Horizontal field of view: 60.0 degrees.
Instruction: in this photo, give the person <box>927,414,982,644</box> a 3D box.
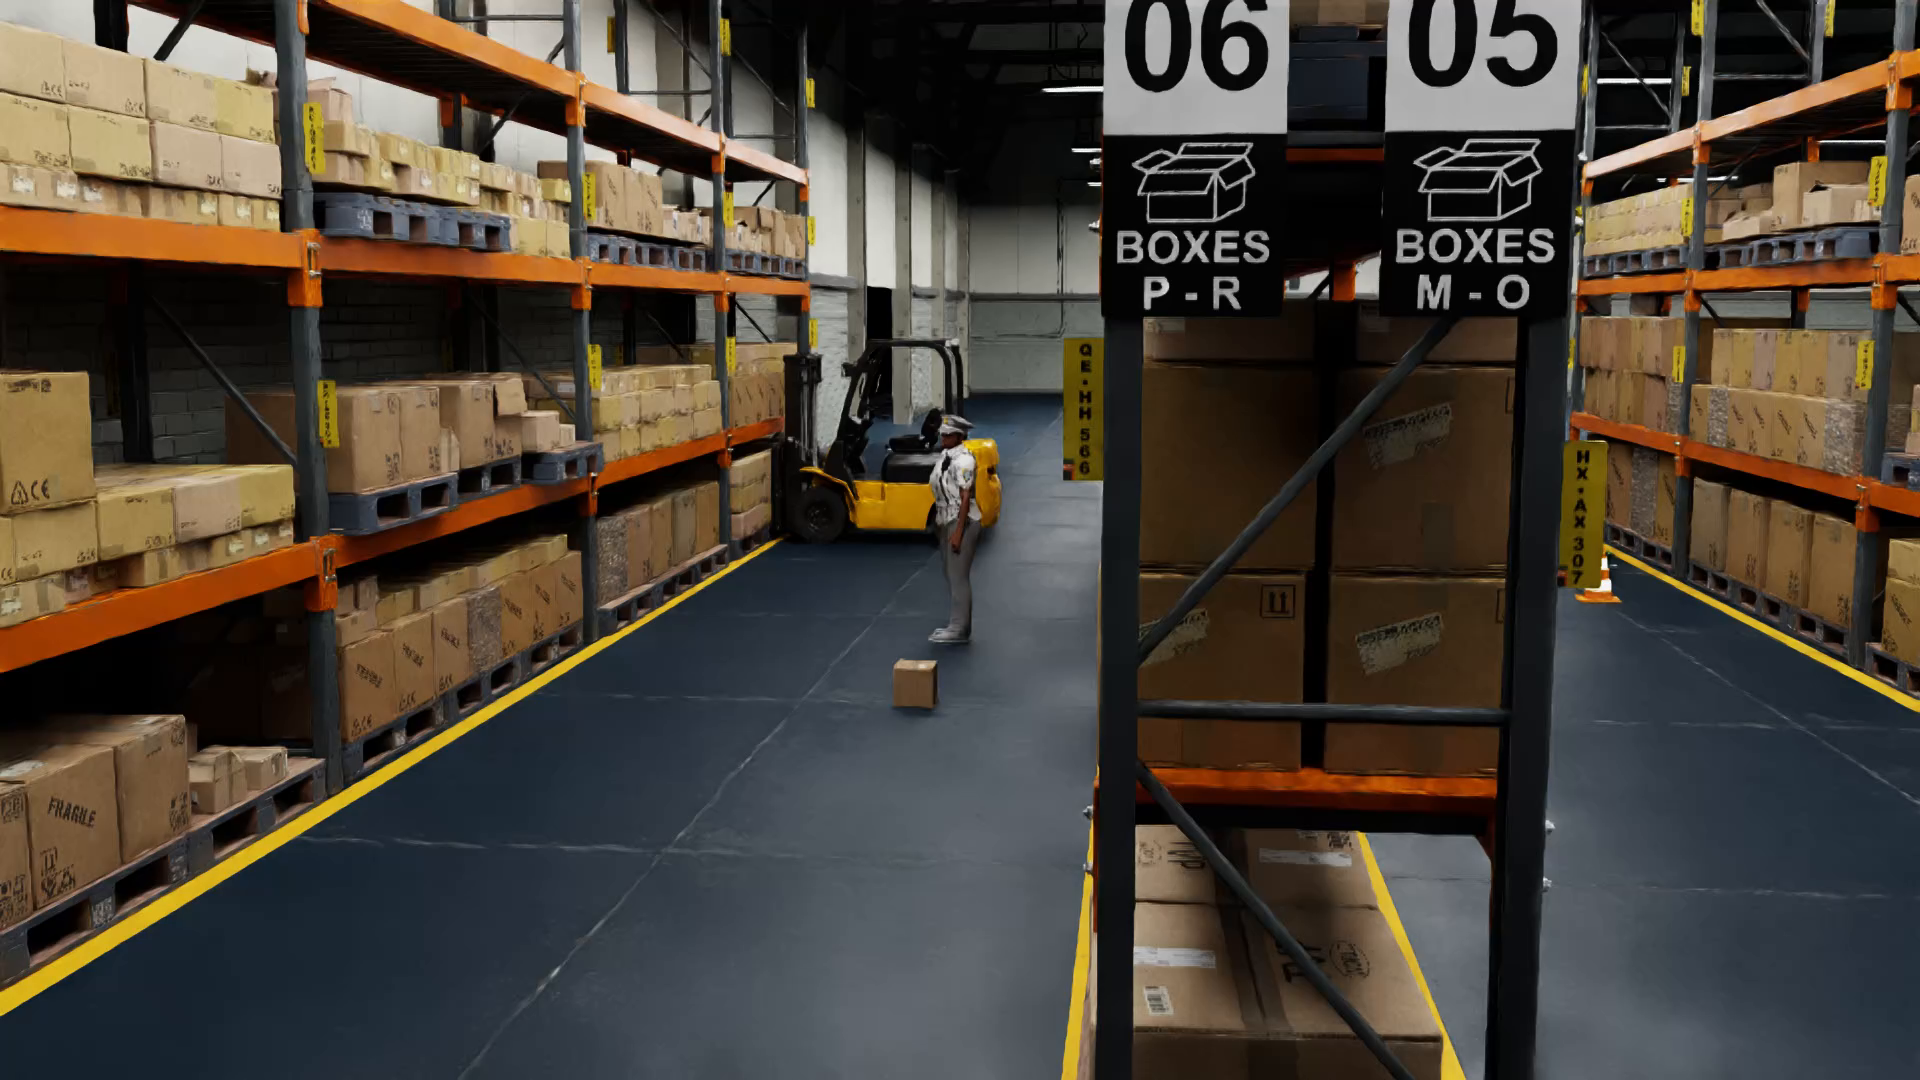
[{"bbox_3d":[-0.076,-0.082,12.169,0.438,1.684,0.538,-3,8,-20],"label":"person"}]
